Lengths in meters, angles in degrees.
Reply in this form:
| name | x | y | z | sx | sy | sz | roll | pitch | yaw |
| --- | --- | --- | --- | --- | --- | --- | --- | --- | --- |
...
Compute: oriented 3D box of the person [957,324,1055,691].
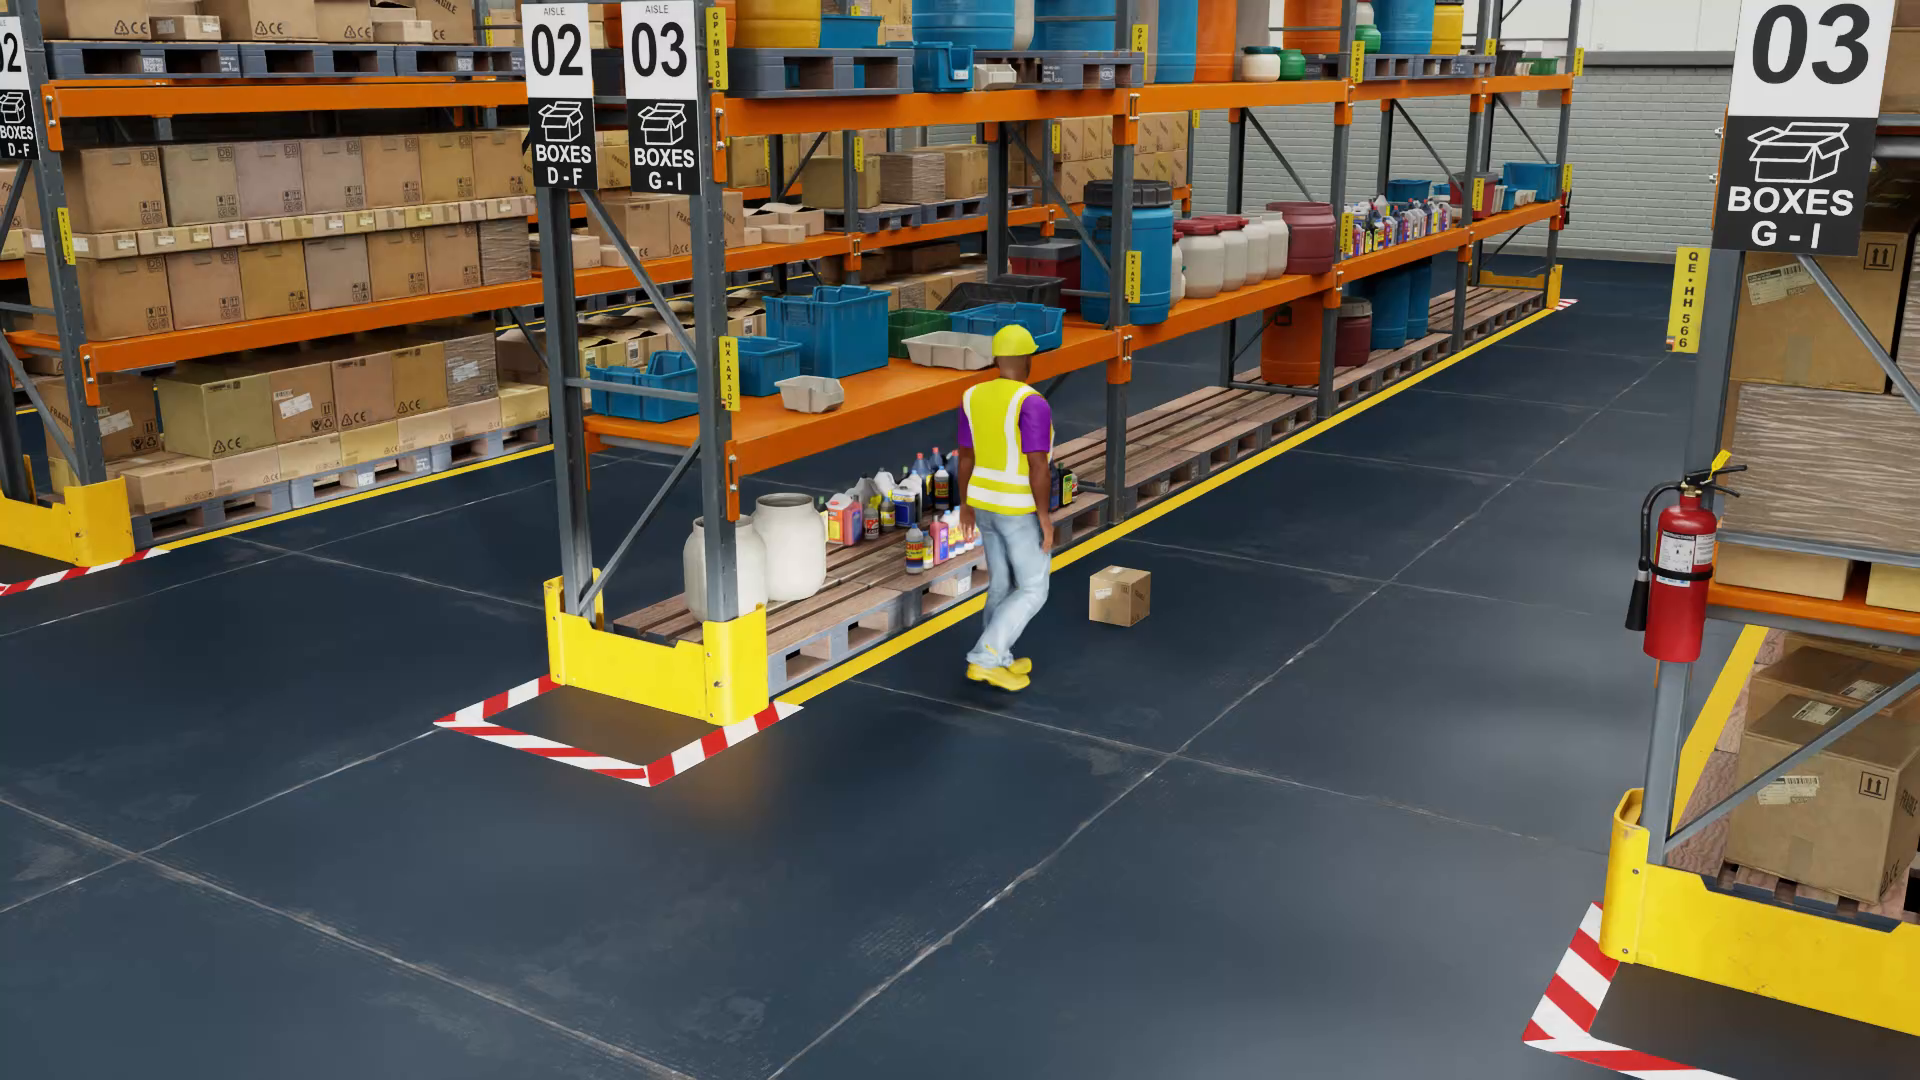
| name | x | y | z | sx | sy | sz | roll | pitch | yaw |
| --- | --- | --- | --- | --- | --- | --- | --- | --- | --- |
| person | 0.192 | -0.138 | 7.971 | 0.581 | 1.756 | 0.610 | -14 | 21 | -39 |
